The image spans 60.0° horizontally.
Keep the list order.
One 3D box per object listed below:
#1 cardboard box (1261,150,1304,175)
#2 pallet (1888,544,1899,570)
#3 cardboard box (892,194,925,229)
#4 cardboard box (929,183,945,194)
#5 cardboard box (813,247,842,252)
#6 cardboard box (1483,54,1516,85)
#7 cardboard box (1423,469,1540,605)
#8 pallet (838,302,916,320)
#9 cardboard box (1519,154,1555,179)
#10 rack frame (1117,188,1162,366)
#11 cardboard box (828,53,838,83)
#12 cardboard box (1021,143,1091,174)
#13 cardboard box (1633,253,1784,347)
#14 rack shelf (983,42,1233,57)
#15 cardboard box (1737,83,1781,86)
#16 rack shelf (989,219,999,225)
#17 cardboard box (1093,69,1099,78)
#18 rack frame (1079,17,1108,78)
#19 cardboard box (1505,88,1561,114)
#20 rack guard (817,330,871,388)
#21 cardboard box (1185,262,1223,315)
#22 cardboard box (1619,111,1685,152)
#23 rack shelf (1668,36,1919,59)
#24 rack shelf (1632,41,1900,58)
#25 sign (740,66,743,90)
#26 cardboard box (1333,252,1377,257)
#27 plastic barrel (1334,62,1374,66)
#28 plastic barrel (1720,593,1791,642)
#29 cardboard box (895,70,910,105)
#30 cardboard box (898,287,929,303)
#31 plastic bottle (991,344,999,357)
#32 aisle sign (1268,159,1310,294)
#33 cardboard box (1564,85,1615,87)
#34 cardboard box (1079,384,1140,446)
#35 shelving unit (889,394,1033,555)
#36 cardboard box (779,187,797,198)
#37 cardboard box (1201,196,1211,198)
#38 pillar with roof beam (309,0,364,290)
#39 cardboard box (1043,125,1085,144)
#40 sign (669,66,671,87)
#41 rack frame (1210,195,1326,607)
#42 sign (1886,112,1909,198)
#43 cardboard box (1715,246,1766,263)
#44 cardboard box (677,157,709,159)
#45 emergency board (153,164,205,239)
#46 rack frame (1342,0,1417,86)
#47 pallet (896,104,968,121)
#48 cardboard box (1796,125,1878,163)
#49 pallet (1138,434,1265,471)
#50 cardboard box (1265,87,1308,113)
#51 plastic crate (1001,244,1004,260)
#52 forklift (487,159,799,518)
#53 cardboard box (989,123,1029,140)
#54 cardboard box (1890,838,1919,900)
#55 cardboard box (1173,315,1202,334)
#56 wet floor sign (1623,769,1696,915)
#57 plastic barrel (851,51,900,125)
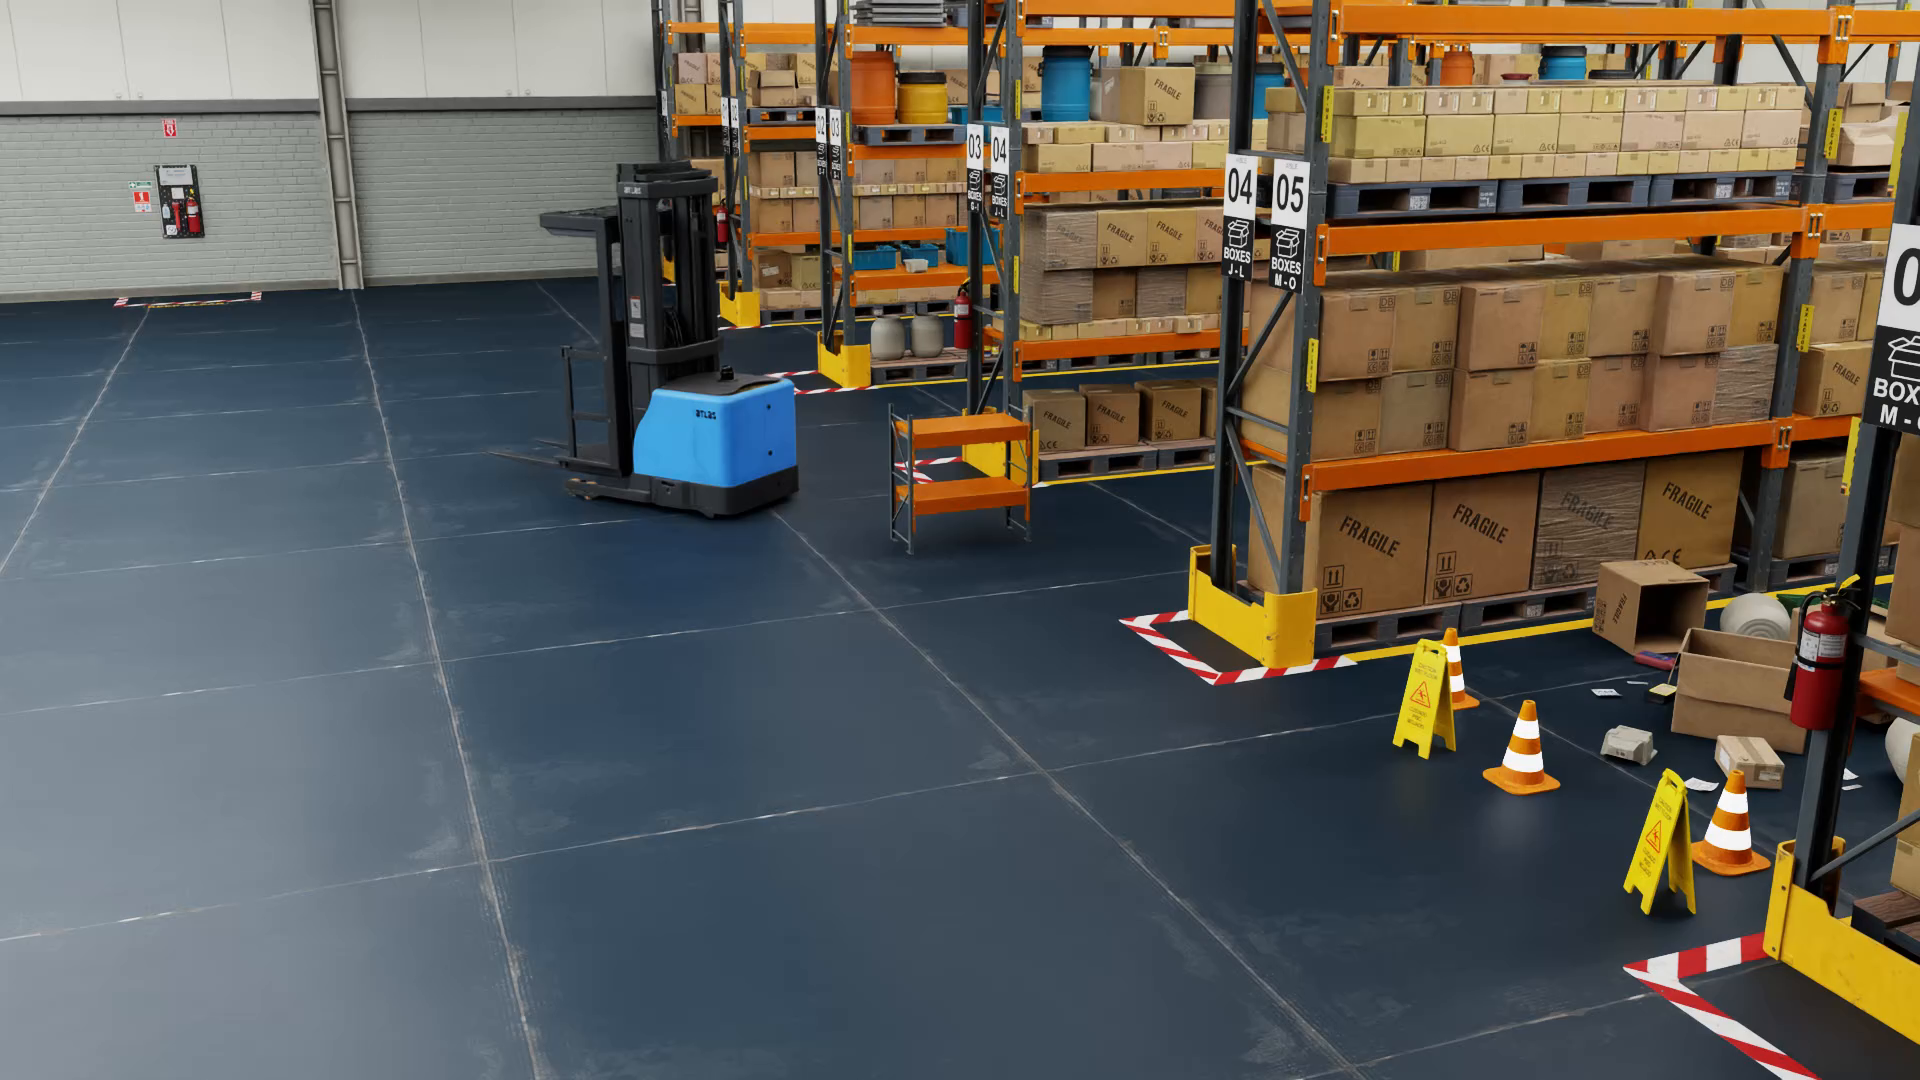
[{"bbox_3d":[2.172,-2.463,10.863,0.250,0.149,0.380,-6,17,-20],"label":"cardboard box"},{"bbox_3d":[7.553,-0.060,13.426,1.213,0.211,1.003,-6,17,-20],"label":"pallet"},{"bbox_3d":[-0.875,-4.995,25.106,0.500,0.500,0.700,-6,17,-19],"label":"cardboard box"},{"bbox_3d":[-0.401,-5.295,24.977,0.250,0.149,0.380,-6,17,-20],"label":"cardboard box"},{"bbox_3d":[-1.916,-4.174,25.291,0.500,0.500,0.500,-6,17,-20],"label":"cardboard box"},{"bbox_3d":[8.925,-7.943,28.049,0.500,0.500,0.700,-6,17,-20],"label":"cardboard box"},{"bbox_3d":[3.414,-0.130,11.741,0.875,0.875,0.875,-6,18,-21],"label":"cardboard box"},{"bbox_3d":[-1.402,-3.567,25.369,1.213,0.211,1.003,-6,17,-20],"label":"pallet"},{"bbox_3d":[3.596,-2.418,10.708,0.250,0.149,0.380,-6,18,-20],"label":"cardboard box"},{"bbox_3d":[2.266,-3.794,21.195,0.127,3.000,1.000,-6,17,-20],"label":"rack frame"},{"bbox_3d":[-2.161,-8.197,28.877,0.500,0.500,0.500,-5,17,-17],"label":"cardboard box"},{"bbox_3d":[0.845,-3.436,14.916,0.500,0.250,0.500,-6,17,-18],"label":"cardboard box"},{"bbox_3d":[5.362,-1.738,12.009,0.550,0.550,0.875,-6,17,-20],"label":"cardboard box"},{"bbox_3d":[2.364,-7.641,25.633,4.000,0.370,1.077,-6,17,-20],"label":"rack shelf"},{"bbox_3d":[8.317,-4.665,17.908,0.637,0.503,0.797,-5,17,-17],"label":"cardboard box"},{"bbox_3d":[2.364,-4.954,26.422,4.000,0.370,1.077,-6,17,-20],"label":"rack shelf"},{"bbox_3d":[2.880,-8.565,31.160,0.500,0.500,0.700,-8,18,-24],"label":"cardboard box"},{"bbox_3d":[2.456,-9.682,30.599,0.127,3.000,1.000,-6,17,-20],"label":"rack frame"},{"bbox_3d":[3.596,-2.801,10.597,0.250,0.149,0.380,-6,18,-21],"label":"cardboard box"},{"bbox_3d":[-1.415,-2.212,20.242,0.348,0.500,1.175,-6,17,-20],"label":"rack guard"},{"bbox_3d":[2.204,-2.495,16.065,0.500,0.500,0.875,-6,17,-20],"label":"cardboard box"},{"bbox_3d":[4.411,-2.717,11.020,0.500,0.250,0.500,-6,18,-21],"label":"cardboard box"},{"bbox_3d":[9.641,-5.437,18.130,4.000,0.370,1.077,-6,17,-20],"label":"rack shelf"},{"bbox_3d":[11.604,-7.144,23.940,4.000,0.370,1.077,-6,17,-20],"label":"rack shelf"},{"bbox_3d":[-3.045,-6.444,23.204,0.005,0.325,0.100,-6,17,-20],"label":"sign"},{"bbox_3d":[3.716,-3.044,16.159,0.500,0.500,0.500,-6,17,-20],"label":"cardboard box"},{"bbox_3d":[5.156,-5.851,21.987,0.600,0.901,0.600,0,16,0],"label":"plastic barrel"},{"bbox_3d":[5.208,0.578,10.878,0.421,0.421,0.512,6,17,18],"label":"plastic barrel"},{"bbox_3d":[-1.086,-6.722,24.666,0.637,0.503,0.797,-4,17,-14],"label":"cardboard box"},{"bbox_3d":[-0.790,-3.774,25.260,0.500,0.250,0.500,-6,17,-20],"label":"cardboard box"},{"bbox_3d":[0.432,-2.371,20.533,0.097,0.201,0.097,0,16,0],"label":"plastic bottle"},{"bbox_3d":[2.024,-1.934,10.246,0.004,0.787,0.394,-6,17,-20],"label":"aisle sign"},{"bbox_3d":[4.305,-3.076,11.533,0.250,0.149,0.380,-6,17,-19],"label":"cardboard box"},{"bbox_3d":[1.438,-1.218,16.112,0.500,0.500,0.500,-2,16,-6],"label":"cardboard box"},{"bbox_3d":[0.006,-0.540,13.442,1.048,1.125,0.538,-6,17,-20],"label":"shelving unit"},{"bbox_3d":[-2.549,-5.064,24.190,0.250,0.149,0.380,-7,18,-22],"label":"cardboard box"},{"bbox_3d":[3.877,-5.433,26.934,0.500,0.311,0.500,-5,17,-17],"label":"cardboard box"},{"bbox_3d":[-8.733,-7.436,22.951,0.400,9.000,9.100,-6,17,-20],"label":"pillar with roof beam"},{"bbox_3d":[0.919,-3.614,14.816,0.250,0.149,0.380,-6,17,-19],"label":"cardboard box"},{"bbox_3d":[-4.820,-7.713,27.666,0.005,0.325,0.100,-6,17,-20],"label":"sign"},{"bbox_3d":[1.983,-0.773,10.905,0.127,3.000,1.000,-6,17,-20],"label":"rack frame"},{"bbox_3d":[3.669,-1.492,6.462,0.005,0.325,0.100,-6,17,-20],"label":"sign"},{"bbox_3d":[8.324,-2.920,18.039,0.500,0.500,0.500,-6,17,-18],"label":"cardboard box"},{"bbox_3d":[-4.650,-6.398,28.963,0.500,0.500,0.500,-6,18,-21],"label":"cardboard box"},{"bbox_3d":[-12.594,-5.452,26.839,0.643,1.169,0.194,-6,17,-20],"label":"emergency board"},{"bbox_3d":[4.038,-5.369,15.912,0.127,3.000,1.000,-6,17,-20],"label":"rack frame"},{"bbox_3d":[-0.291,-6.402,24.908,1.213,0.211,1.003,-6,17,-20],"label":"pallet"},{"bbox_3d":[6.321,-2.906,12.190,0.500,0.250,0.500,-6,17,-19],"label":"cardboard box"},{"bbox_3d":[2.282,-0.952,16.465,1.213,0.211,1.003,-6,17,-20],"label":"pallet"},{"bbox_3d":[2.176,-2.847,10.752,0.250,0.149,0.380,-6,17,-20],"label":"cardboard box"},{"bbox_3d":[0.897,-3.630,21.011,0.662,0.188,0.450,-6,17,-20],"label":"plastic crate"},{"bbox_3d":[-2.969,-1.881,14.802,3.031,2.935,1.130,9,19,29],"label":"forklift"},{"bbox_3d":[0.450,-3.756,15.301,0.250,0.149,0.380,-6,17,-20],"label":"cardboard box"},{"bbox_3d":[4.530,1.483,7.360,0.500,0.250,0.500,-6,17,-20],"label":"cardboard box"},{"bbox_3d":[2.090,-2.059,15.732,0.250,0.149,0.380,-6,17,-20],"label":"cardboard box"},{"bbox_3d":[3.289,1.387,7.730,0.232,0.644,0.267,0,16,-1],"label":"wet floor sign"},{"bbox_3d":[-1.061,-5.320,19.560,0.708,0.830,0.600,-6,17,-20],"label":"plastic barrel"}]
